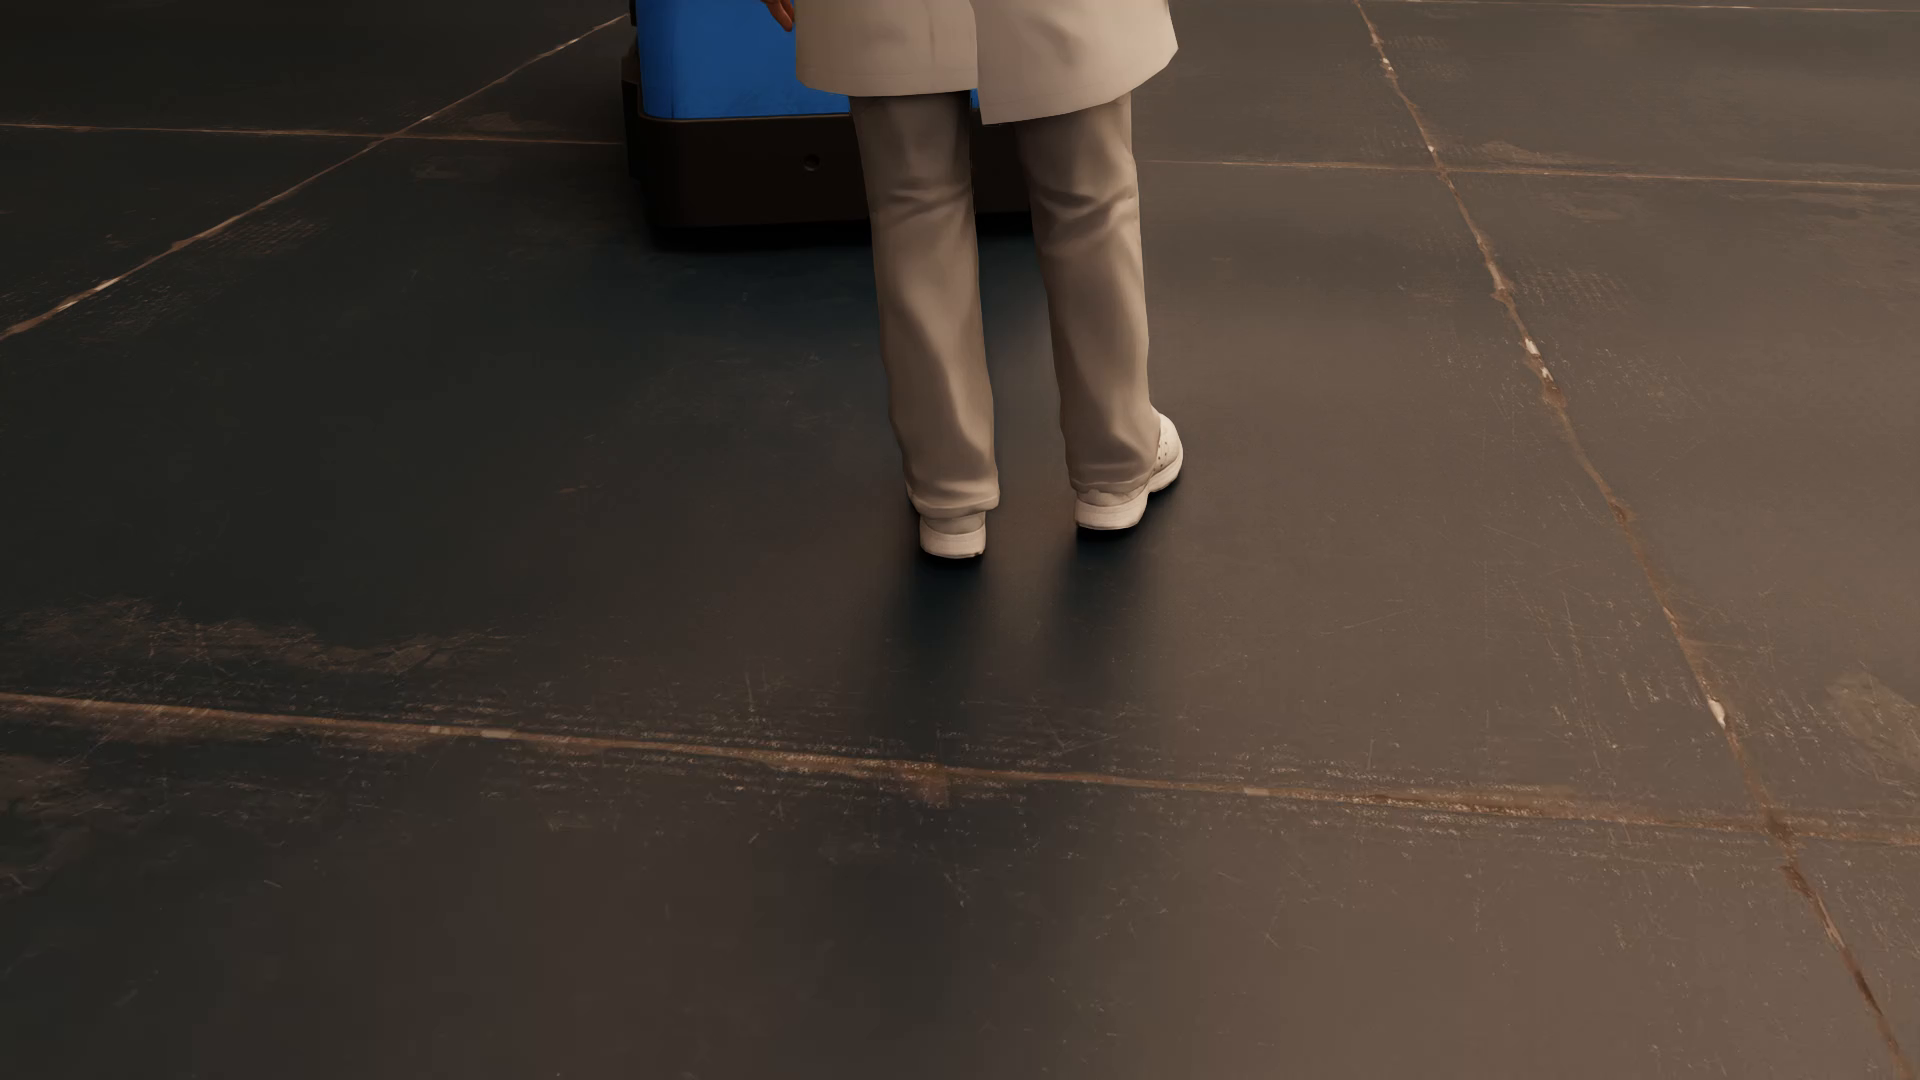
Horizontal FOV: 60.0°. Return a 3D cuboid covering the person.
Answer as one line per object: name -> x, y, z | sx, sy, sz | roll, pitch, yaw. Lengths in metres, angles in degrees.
person -> 0.017, -0.841, 2.180 | 0.694, 1.775, 0.581 | 3, 27, 7

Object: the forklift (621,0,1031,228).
forklift -> -0.447, -2.648, 4.526 | 1.130, 2.935, 3.031 | -4, 27, -9
